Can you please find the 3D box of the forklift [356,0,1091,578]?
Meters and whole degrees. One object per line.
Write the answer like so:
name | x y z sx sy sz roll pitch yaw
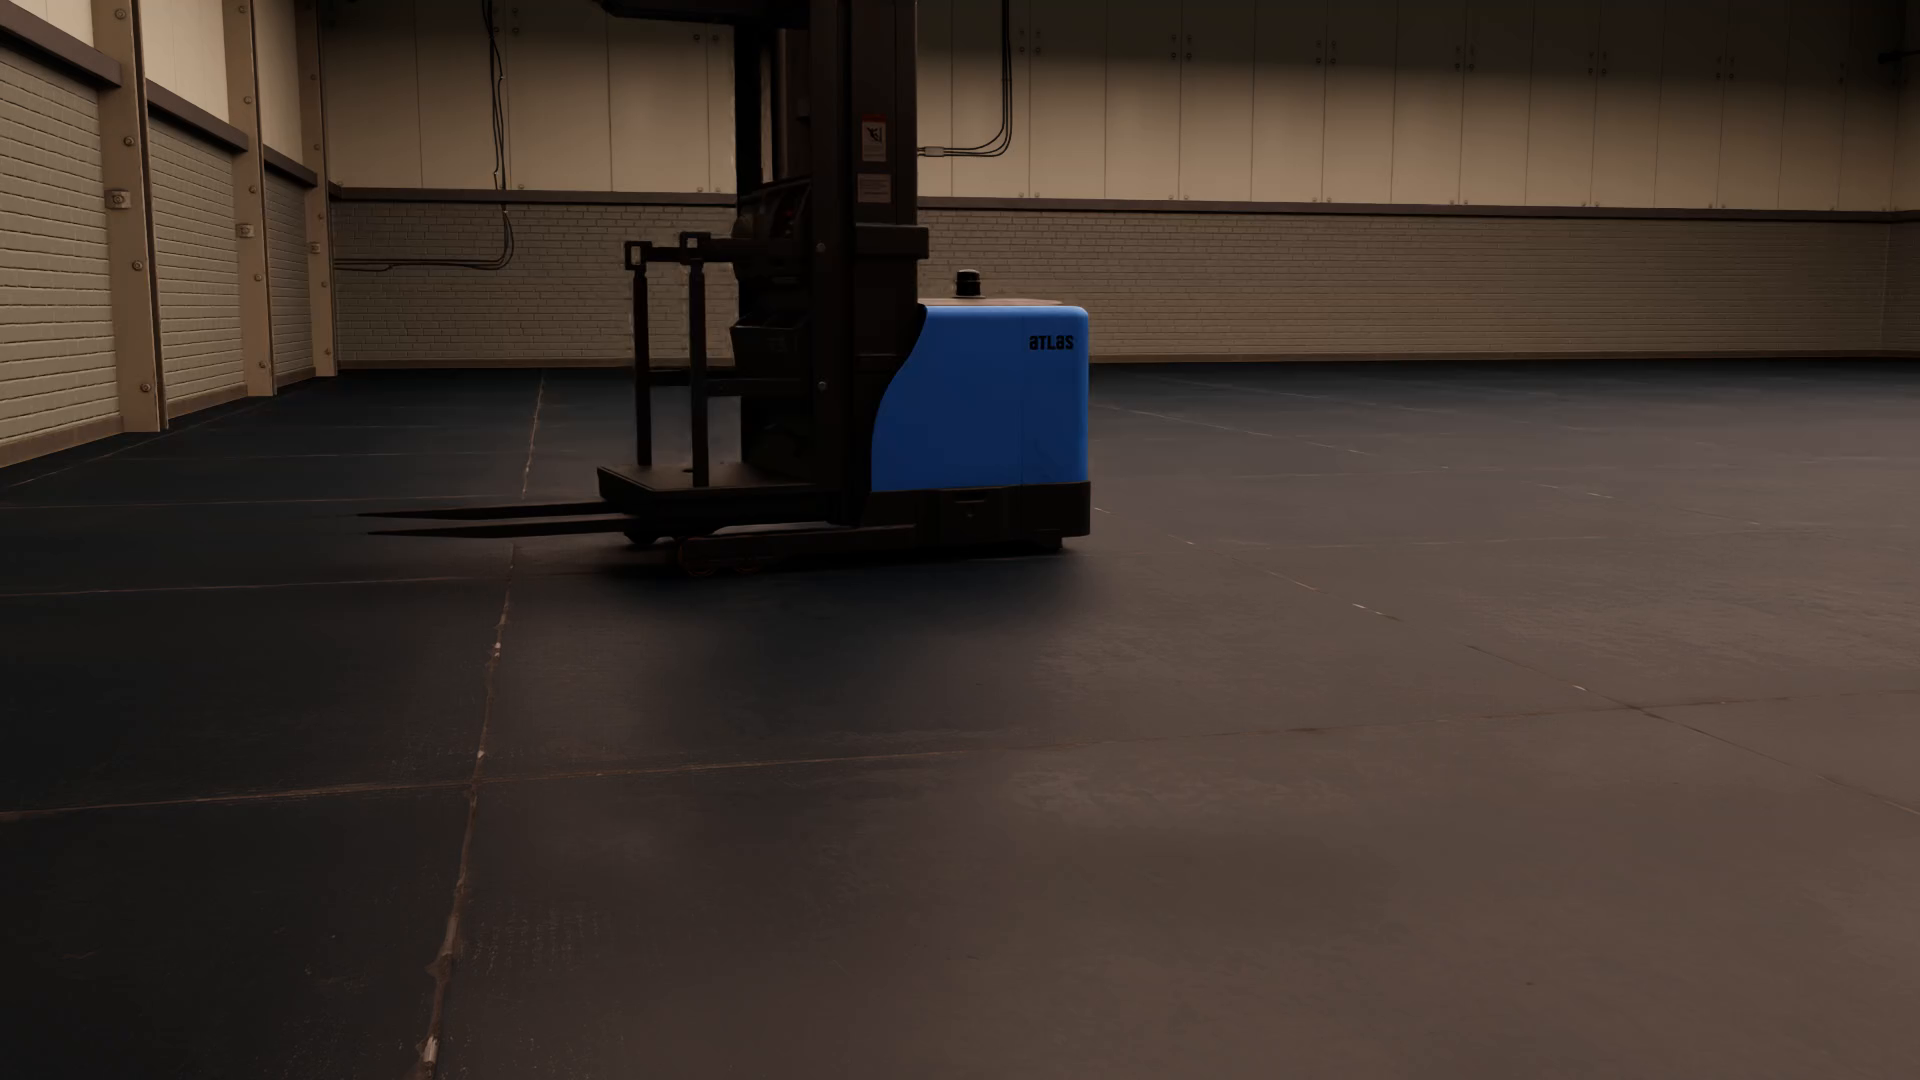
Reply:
forklift | -0.986 -1.384 7.022 3.031 2.935 1.130 -3 9 -23
